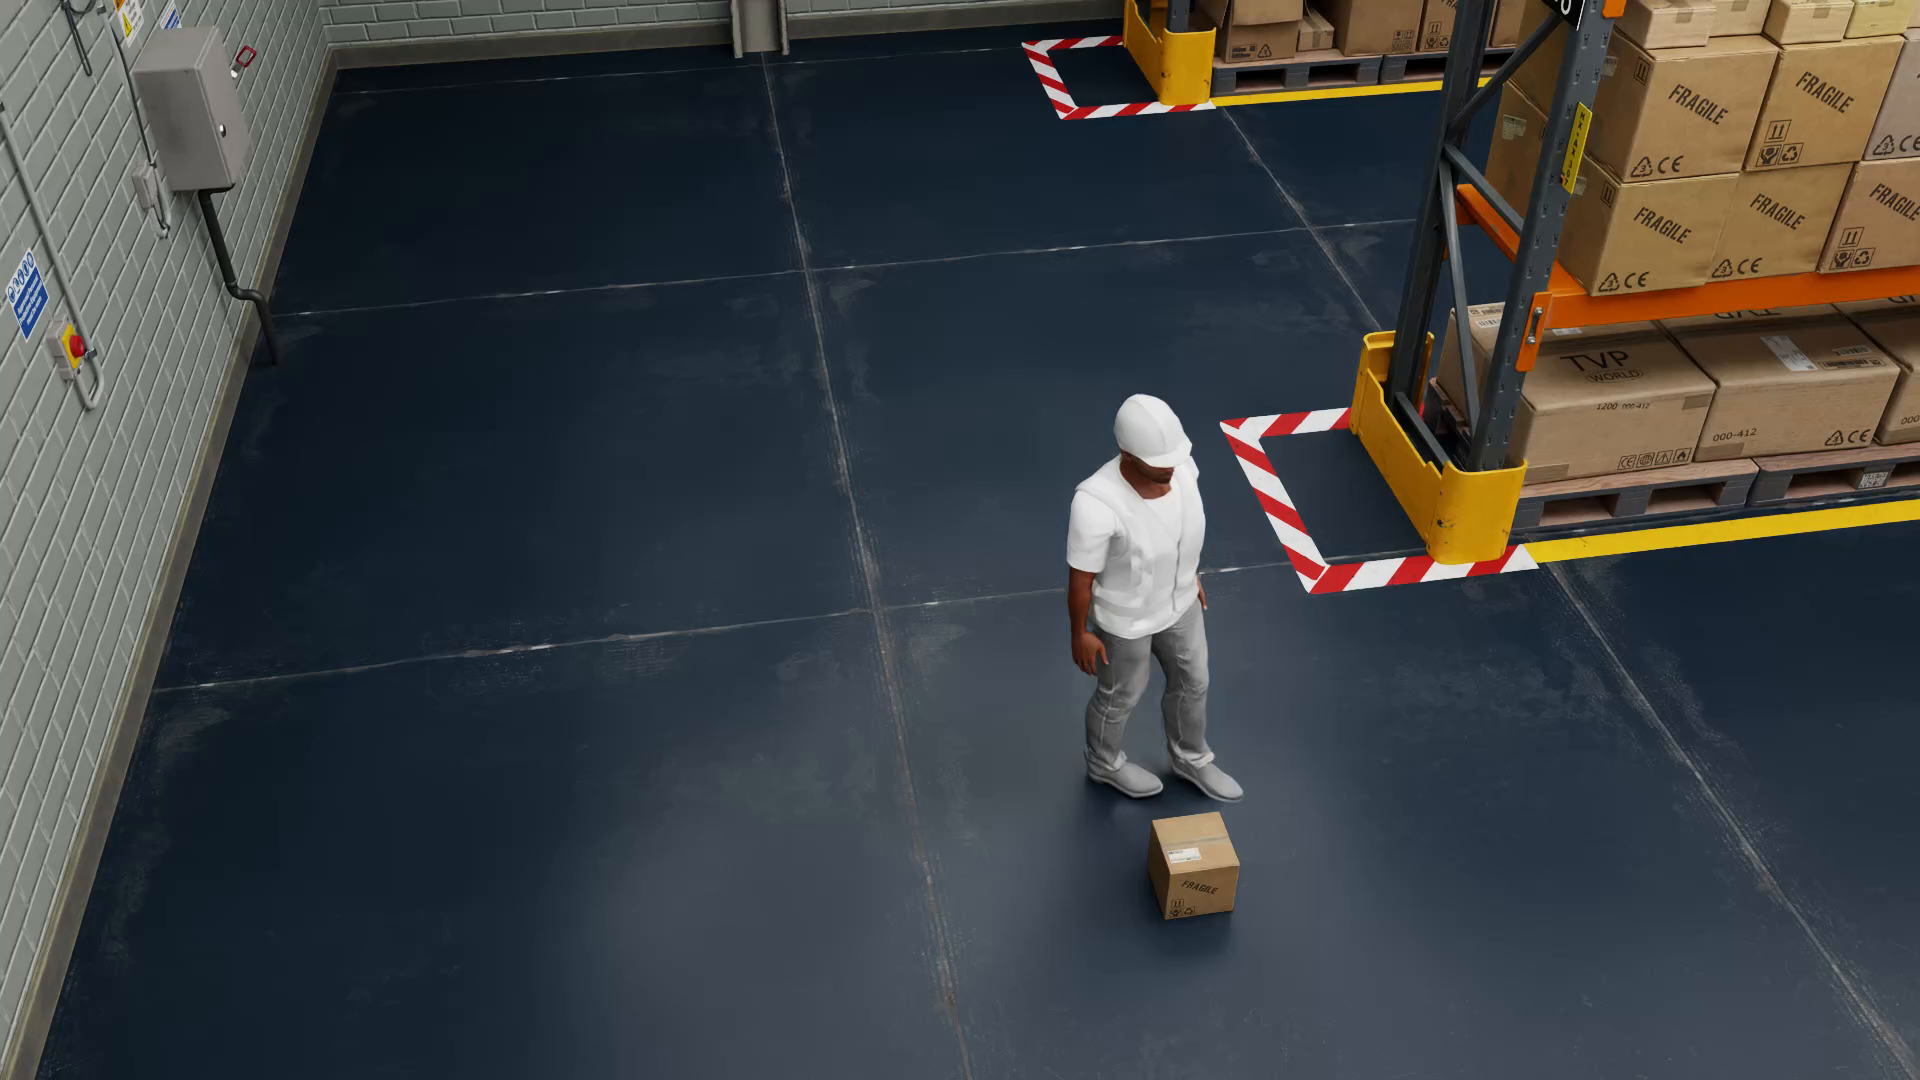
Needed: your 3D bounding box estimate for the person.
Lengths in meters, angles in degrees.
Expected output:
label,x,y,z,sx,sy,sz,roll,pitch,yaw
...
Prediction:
label,x,y,z,sx,sy,sz,roll,pitch,yaw
person,0.704,0.278,5.779,0.590,1.774,0.547,-30,47,-32
